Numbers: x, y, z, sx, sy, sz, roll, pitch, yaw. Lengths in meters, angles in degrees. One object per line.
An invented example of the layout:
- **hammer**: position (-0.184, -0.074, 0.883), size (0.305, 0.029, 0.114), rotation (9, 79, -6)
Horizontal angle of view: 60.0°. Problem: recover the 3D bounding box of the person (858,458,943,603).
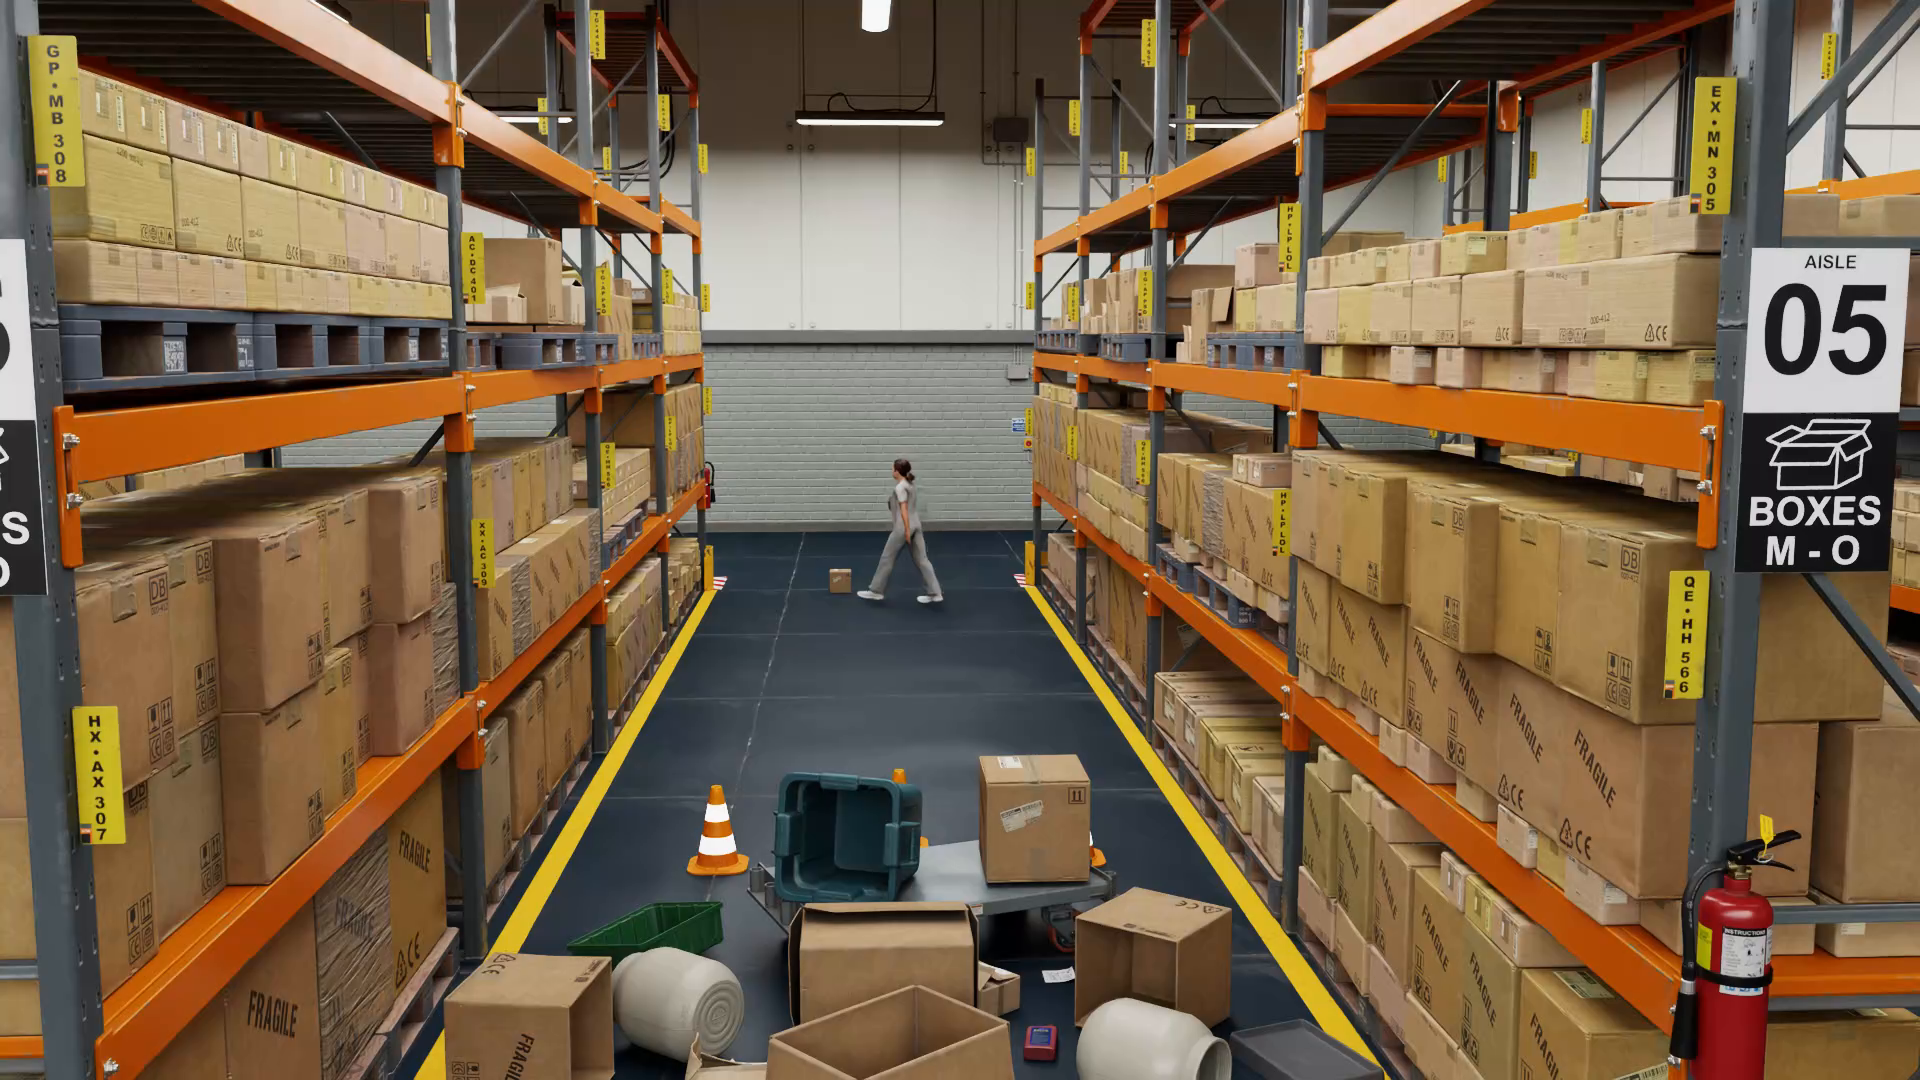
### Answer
- **person**: position (-0.644, -0.115, 18.648), size (1.013, 1.606, 0.474), rotation (4, 8, 31)
